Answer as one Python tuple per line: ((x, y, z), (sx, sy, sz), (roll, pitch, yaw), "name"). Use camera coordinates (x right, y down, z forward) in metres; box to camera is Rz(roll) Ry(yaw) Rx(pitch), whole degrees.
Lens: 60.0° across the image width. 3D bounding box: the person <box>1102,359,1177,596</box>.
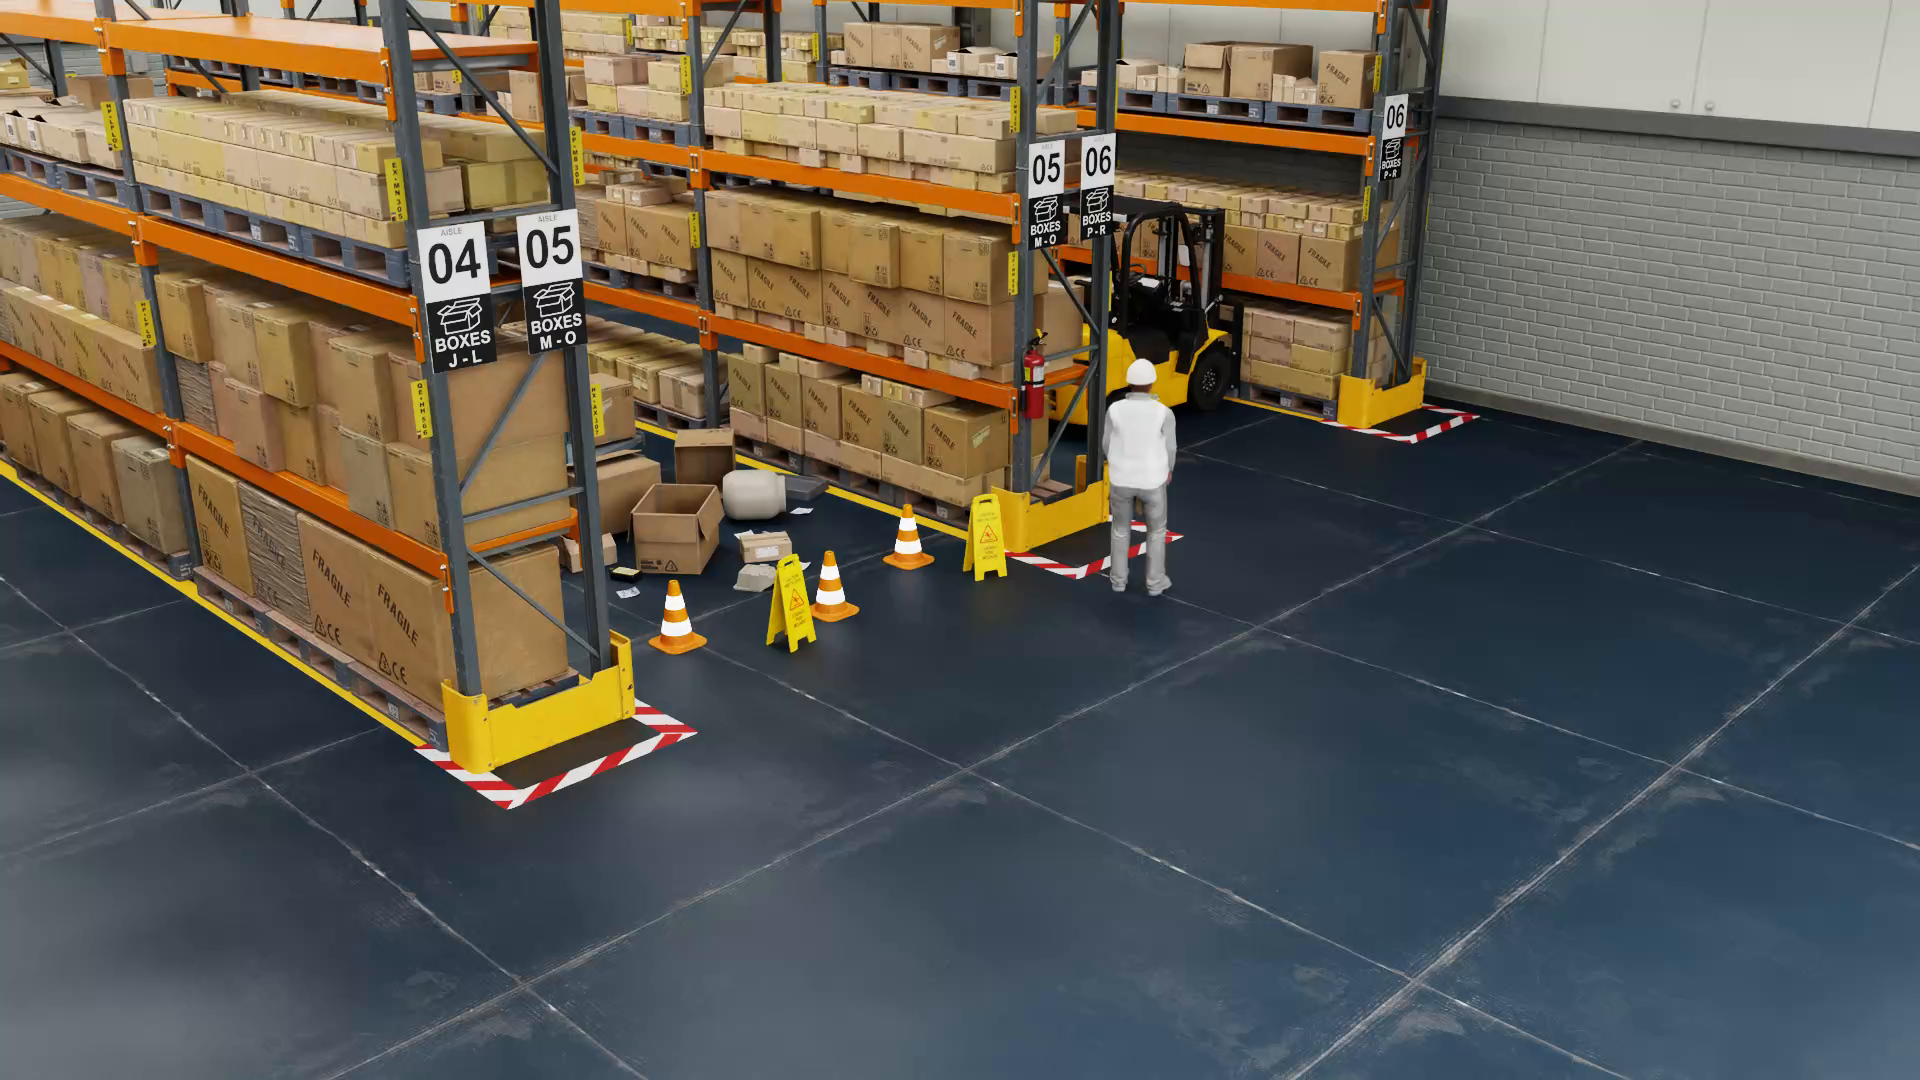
((1.315, -0.462, 12.271), (0.553, 1.778, 0.434), (6, 21, 15), "person")
